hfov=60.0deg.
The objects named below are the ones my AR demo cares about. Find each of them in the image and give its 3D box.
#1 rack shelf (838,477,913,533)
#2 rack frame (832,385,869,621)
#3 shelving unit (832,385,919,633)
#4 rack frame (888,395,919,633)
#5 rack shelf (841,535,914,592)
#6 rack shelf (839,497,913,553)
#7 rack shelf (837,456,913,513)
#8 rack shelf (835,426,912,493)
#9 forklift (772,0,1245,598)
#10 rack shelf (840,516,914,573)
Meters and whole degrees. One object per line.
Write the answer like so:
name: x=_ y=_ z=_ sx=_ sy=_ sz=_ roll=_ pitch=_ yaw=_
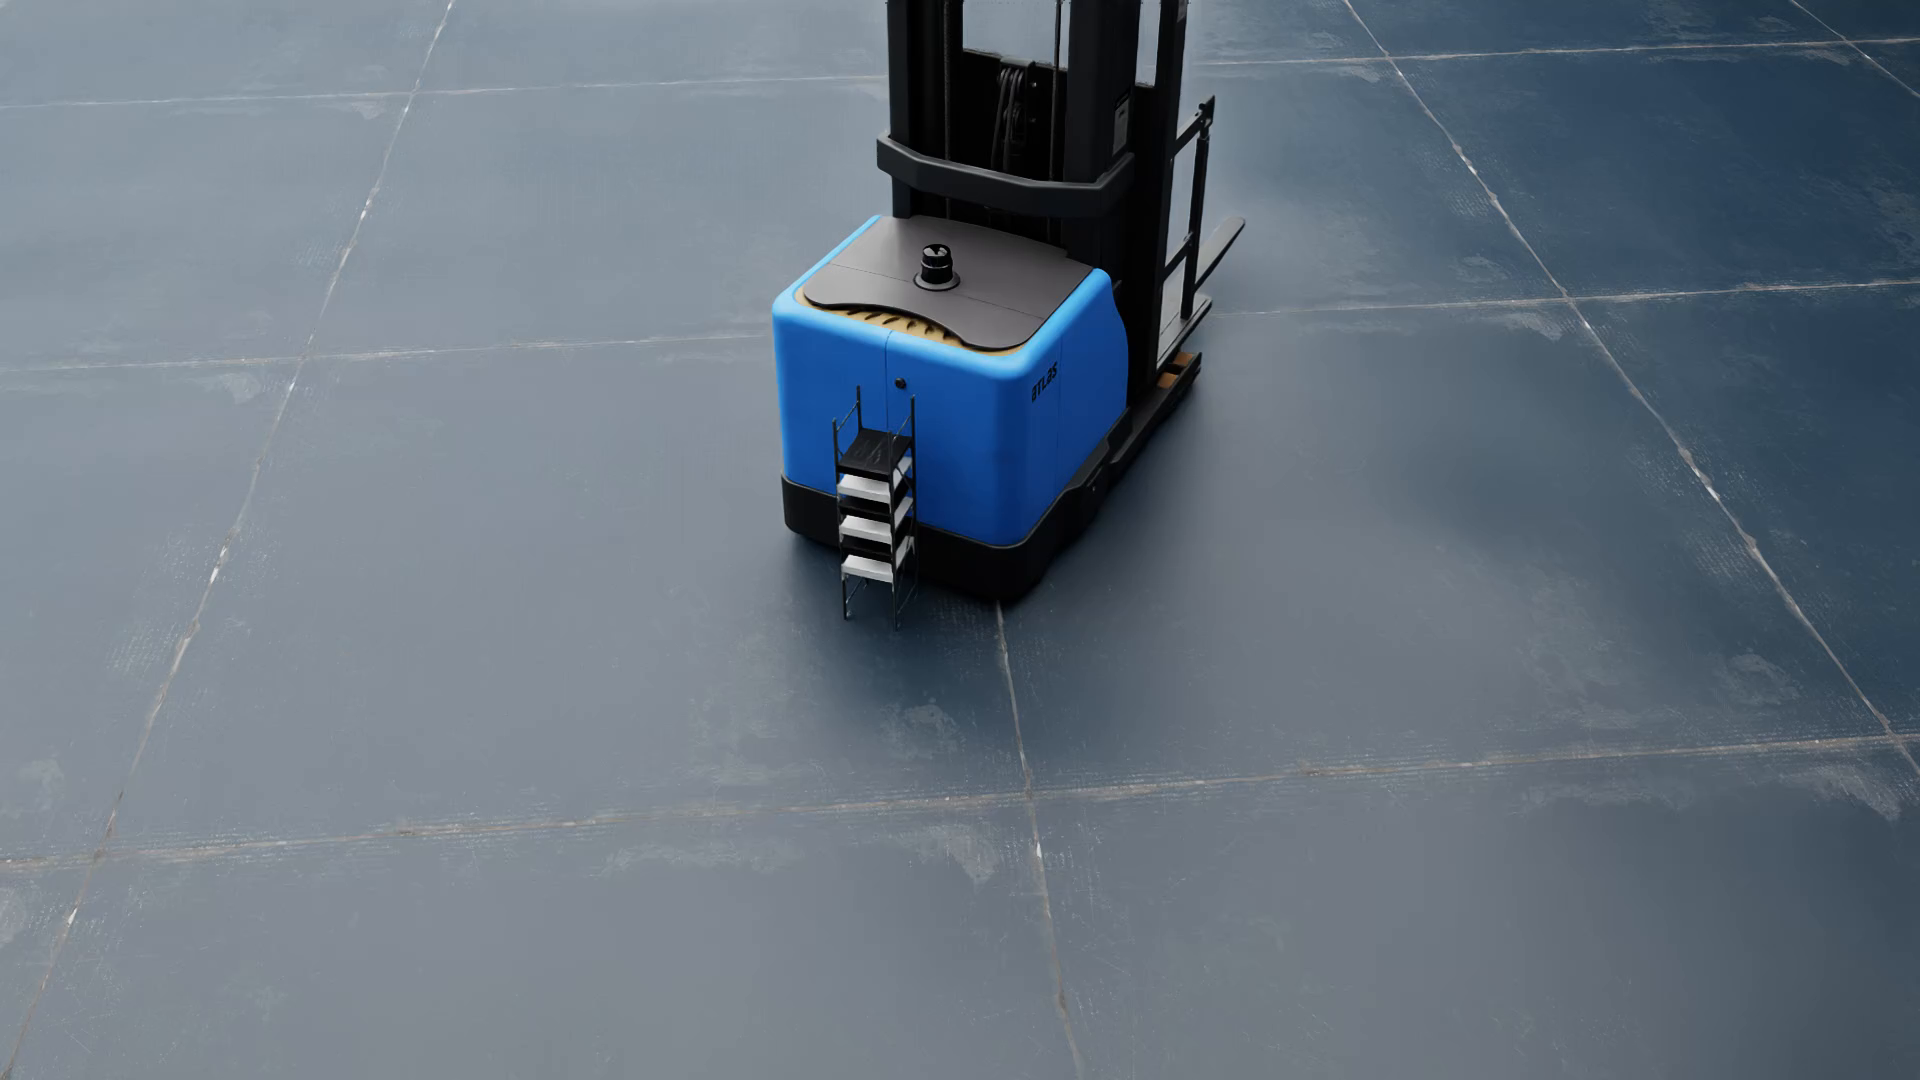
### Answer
rack shelf: x=-0.296 y=-0.145 z=5.961 sx=0.200 sy=0.077 sz=0.258 roll=12 pitch=40 yaw=15
rack frame: x=-0.392 y=-0.121 z=6.022 sx=0.006 sy=0.900 sz=0.240 roll=12 pitch=40 yaw=15
shelving unit: x=-0.296 y=-0.101 z=5.996 sx=0.210 sy=0.900 sz=0.258 roll=12 pitch=40 yaw=15
rack frame: x=-0.200 y=-0.080 z=5.970 sx=0.006 sy=0.900 sz=0.240 roll=12 pitch=40 yaw=15
rack shelf: x=-0.296 y=0.067 z=6.128 sx=0.200 sy=0.077 sz=0.258 roll=12 pitch=40 yaw=15
rack shelf: x=-0.296 y=-0.075 z=6.016 sx=0.200 sy=0.077 sz=0.258 roll=12 pitch=40 yaw=15
rack shelf: x=-0.296 y=-0.216 z=5.905 sx=0.200 sy=0.077 sz=0.258 roll=12 pitch=40 yaw=15
rack shelf: x=-0.296 y=-0.287 z=5.849 sx=0.200 sy=0.077 sz=0.258 roll=12 pitch=40 yaw=15
forklift: x=0.426 y=-1.835 z=6.554 sx=1.130 sy=2.935 sz=3.031 roll=18 pitch=42 yaw=21
rack shelf: x=-0.296 y=-0.004 z=6.072 sx=0.200 sy=0.077 sz=0.258 roll=12 pitch=40 yaw=15
